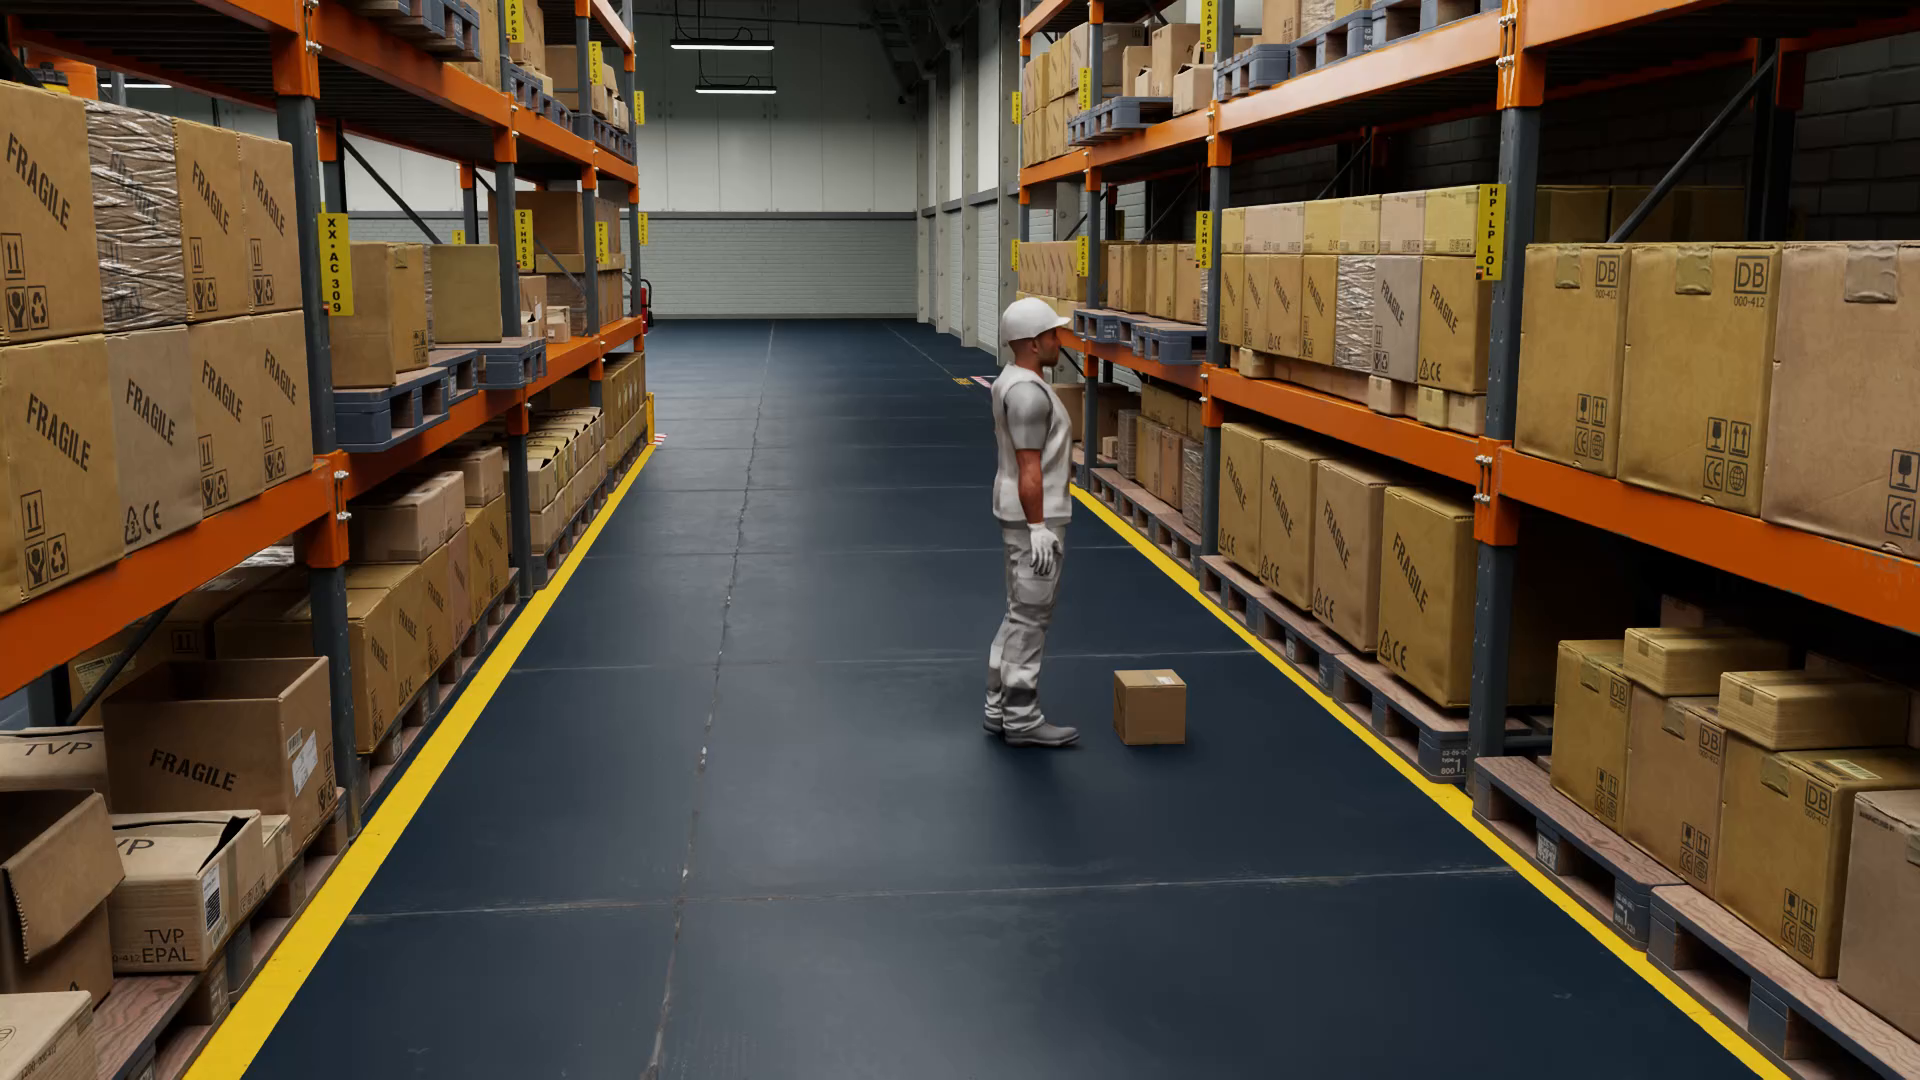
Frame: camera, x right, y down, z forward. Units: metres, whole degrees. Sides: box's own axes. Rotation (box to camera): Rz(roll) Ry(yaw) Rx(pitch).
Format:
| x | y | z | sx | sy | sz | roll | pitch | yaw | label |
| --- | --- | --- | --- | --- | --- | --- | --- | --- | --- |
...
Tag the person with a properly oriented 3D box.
| x | y | z | sx | sy | sz | roll | pitch | yaw | label |
| --- | --- | --- | --- | --- | --- | --- | --- | --- | --- |
| 0.293 | -0.054 | 6.685 | 0.354 | 1.815 | 0.531 | -1 | 10 | -5 | person |
